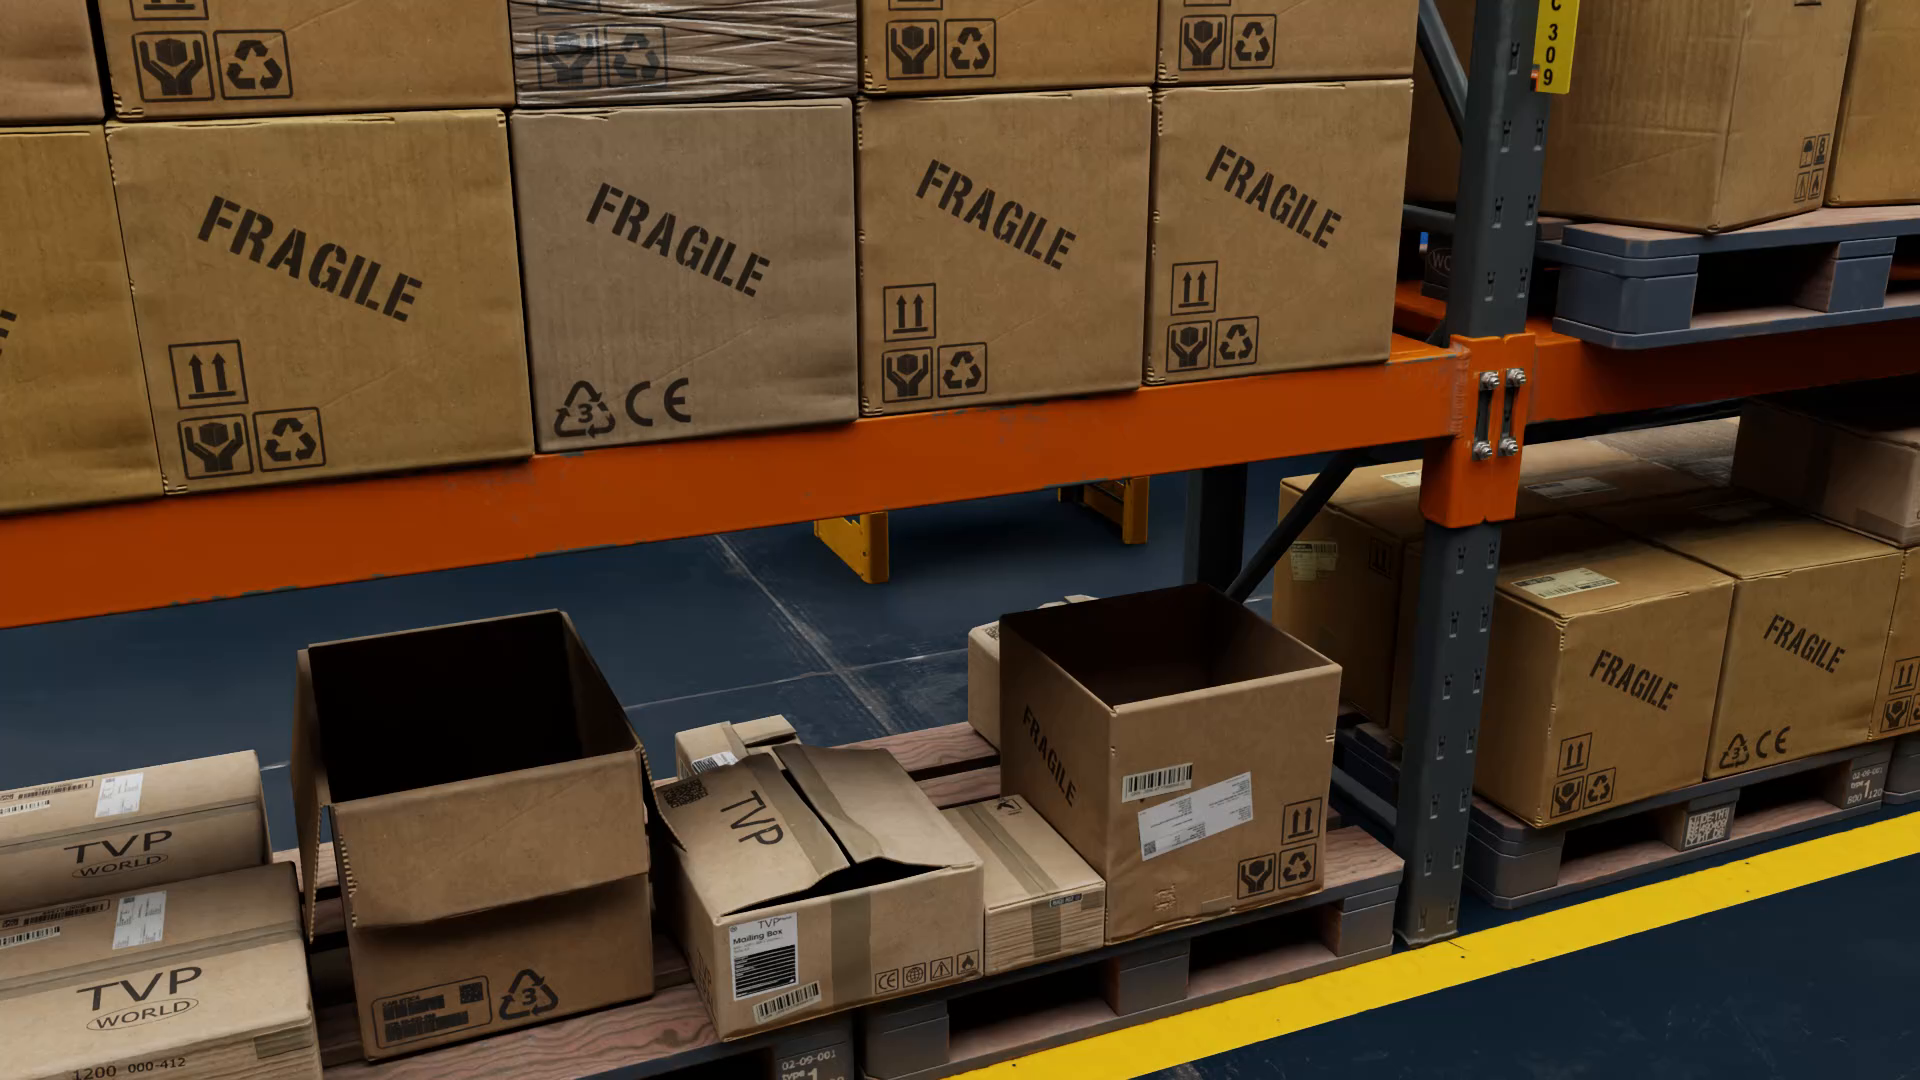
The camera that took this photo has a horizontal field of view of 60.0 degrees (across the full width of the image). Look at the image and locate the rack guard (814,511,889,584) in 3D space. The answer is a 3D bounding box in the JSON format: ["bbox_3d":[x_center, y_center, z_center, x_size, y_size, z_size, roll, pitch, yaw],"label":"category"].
[{"bbox_3d":[-0.387,-0.062,5.823,0.087,0.250,0.587,-8,21,-22],"label":"rack guard"}]

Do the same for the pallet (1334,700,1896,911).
[{"bbox_3d":[1.549,0.495,4.298,1.213,0.211,1.003,-8,21,-22],"label":"pallet"}]

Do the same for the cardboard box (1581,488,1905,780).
[{"bbox_3d":[1.843,0.207,4.019,0.500,0.500,0.500,-8,21,-21],"label":"cardboard box"}]

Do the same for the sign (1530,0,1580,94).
[{"bbox_3d":[1.039,-0.945,2.887,0.005,0.325,0.100,-8,21,-22],"label":"sign"}]

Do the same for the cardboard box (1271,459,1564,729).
[{"bbox_3d":[1.157,0.118,4.273,0.500,0.500,0.500,-8,21,-22],"label":"cardboard box"}]

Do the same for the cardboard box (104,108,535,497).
[{"bbox_3d":[-0.951,-0.400,2.492,0.500,0.500,0.500,-8,21,-21],"label":"cardboard box"}]

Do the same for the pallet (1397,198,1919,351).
[{"bbox_3d":[1.594,-0.683,3.734,1.213,0.211,1.003,-8,21,-22],"label":"pallet"}]

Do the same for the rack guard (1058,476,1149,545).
[{"bbox_3d":[0.527,-0.193,6.195,0.087,0.250,0.587,-8,21,-22],"label":"rack guard"}]

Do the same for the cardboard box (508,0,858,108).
[{"bbox_3d":[-0.477,-0.940,2.520,0.500,0.500,0.500,-8,21,-21],"label":"cardboard box"}]

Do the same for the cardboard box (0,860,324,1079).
[{"bbox_3d":[-1.326,0.798,2.718,0.500,0.250,0.500,-8,21,-22],"label":"cardboard box"}]

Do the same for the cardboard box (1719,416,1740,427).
[{"bbox_3d":[2.541,-0.078,4.829,0.500,0.500,0.500,-9,21,-24],"label":"cardboard box"}]

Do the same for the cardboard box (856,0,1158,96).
[{"bbox_3d":[-0.014,-1.007,2.708,0.500,0.500,0.500,-9,21,-23],"label":"cardboard box"}]

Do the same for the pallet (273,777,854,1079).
[{"bbox_3d":[-0.936,0.866,3.246,1.213,0.211,1.003,-8,21,-22],"label":"pallet"}]

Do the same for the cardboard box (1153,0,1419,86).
[{"bbox_3d":[0.455,-1.075,2.902,0.500,0.500,0.500,-8,21,-22],"label":"cardboard box"}]

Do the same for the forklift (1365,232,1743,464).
[{"bbox_3d":[2.931,-1.926,7.079,3.031,2.935,1.130,-11,22,-27],"label":"forklift"}]

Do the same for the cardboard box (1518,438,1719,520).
[{"bbox_3d":[1.614,0.055,4.450,0.500,0.500,0.500,-8,21,-22],"label":"cardboard box"}]

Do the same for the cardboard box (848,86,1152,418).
[{"bbox_3d":[-0.013,-0.536,2.879,0.500,0.500,0.500,-8,21,-20],"label":"cardboard box"}]

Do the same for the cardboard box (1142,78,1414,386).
[{"bbox_3d":[0.460,-0.605,3.072,0.500,0.500,0.500,-8,21,-21],"label":"cardboard box"}]

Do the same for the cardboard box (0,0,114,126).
[{"bbox_3d":[-1.406,-0.807,2.143,0.500,0.500,0.500,-8,21,-21],"label":"cardboard box"}]

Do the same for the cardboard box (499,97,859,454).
[{"bbox_3d":[-0.484,-0.468,2.685,0.500,0.500,0.500,-8,21,-21],"label":"cardboard box"}]

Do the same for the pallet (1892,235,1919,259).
[{"bbox_3d":[2.706,-0.880,4.294,1.213,0.211,1.003,-8,21,-22],"label":"pallet"}]

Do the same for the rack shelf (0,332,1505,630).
[{"bbox_3d":[-1.019,-0.099,2.870,4.000,0.370,1.077,-8,21,-22],"label":"rack shelf"}]

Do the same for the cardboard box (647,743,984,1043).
[{"bbox_3d":[-0.282,0.619,3.133,0.500,0.311,0.500,-8,21,-22],"label":"cardboard box"}]

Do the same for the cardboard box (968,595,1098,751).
[{"bbox_3d":[0.346,0.348,3.902,0.500,0.311,0.500,-8,21,-22],"label":"cardboard box"}]

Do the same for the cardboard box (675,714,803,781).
[{"bbox_3d":[-0.444,0.533,3.594,0.250,0.166,0.380,-8,21,-22],"label":"cardboard box"}]

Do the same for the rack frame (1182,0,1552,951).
[{"bbox_3d":[0.817,-0.702,3.498,0.127,3.000,1.000,-8,21,-22],"label":"rack frame"}]

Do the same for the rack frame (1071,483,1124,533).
[{"bbox_3d":[0.545,-0.786,5.995,0.032,1.500,0.500,-8,21,-22],"label":"rack frame"}]

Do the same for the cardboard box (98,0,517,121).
[{"bbox_3d":[-0.939,-0.875,2.333,0.500,0.500,0.500,-8,21,-22],"label":"cardboard box"}]

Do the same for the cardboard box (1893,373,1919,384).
[{"bbox_3d":[2.736,-0.271,4.247,0.500,0.250,0.500,-9,21,-23],"label":"cardboard box"}]

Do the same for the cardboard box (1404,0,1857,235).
[{"bbox_3d":[1.341,-0.941,3.395,0.500,0.500,0.700,-17,26,-40],"label":"cardboard box"}]

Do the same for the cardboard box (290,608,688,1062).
[{"bbox_3d":[-0.906,0.517,3.133,0.637,0.503,0.797,-8,21,-22],"label":"cardboard box"}]

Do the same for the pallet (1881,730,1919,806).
[{"bbox_3d":[2.671,0.333,4.757,1.213,0.211,1.003,-8,21,-22],"label":"pallet"}]

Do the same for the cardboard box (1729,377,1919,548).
[{"bbox_3d":[2.276,-0.205,4.059,0.500,0.250,0.500,-8,21,-22],"label":"cardboard box"}]

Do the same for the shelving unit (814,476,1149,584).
[{"bbox_3d":[0.070,-0.717,5.801,1.083,1.500,0.587,-8,21,-22],"label":"shelving unit"}]

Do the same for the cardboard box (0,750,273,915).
[{"bbox_3d":[-1.570,0.652,3.133,0.500,0.250,0.500,-8,21,-22],"label":"cardboard box"}]

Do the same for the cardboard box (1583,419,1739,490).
[{"bbox_3d":[2.075,-0.011,4.637,0.500,0.500,0.500,-8,21,-21],"label":"cardboard box"}]

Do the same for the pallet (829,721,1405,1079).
[{"bbox_3d":[0.186,0.704,3.705,1.213,0.211,1.003,-8,21,-22],"label":"pallet"}]

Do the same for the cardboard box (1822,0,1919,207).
[{"bbox_3d":[1.947,-1.051,3.707,0.500,0.500,0.700,-5,20,-13],"label":"cardboard box"}]

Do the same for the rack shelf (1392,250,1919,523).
[{"bbox_3d":[2.653,-0.625,4.365,4.000,0.370,1.077,-8,21,-22],"label":"rack shelf"}]

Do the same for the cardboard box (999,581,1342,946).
[{"bbox_3d":[0.406,0.431,3.381,0.500,0.500,0.500,-8,21,-22],"label":"cardboard box"}]

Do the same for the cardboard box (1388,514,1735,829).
[{"bbox_3d":[1.358,0.281,3.810,0.500,0.500,0.500,-9,21,-24],"label":"cardboard box"}]

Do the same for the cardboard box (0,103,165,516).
[{"bbox_3d":[-1.410,-0.335,2.307,0.500,0.500,0.500,-8,21,-22],"label":"cardboard box"}]

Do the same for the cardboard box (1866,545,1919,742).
[{"bbox_3d":[2.305,0.144,4.199,0.500,0.500,0.500,-8,21,-21],"label":"cardboard box"}]

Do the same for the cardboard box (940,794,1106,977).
[{"bbox_3d":[0.086,0.665,3.248,0.250,0.149,0.380,-8,21,-22],"label":"cardboard box"}]
